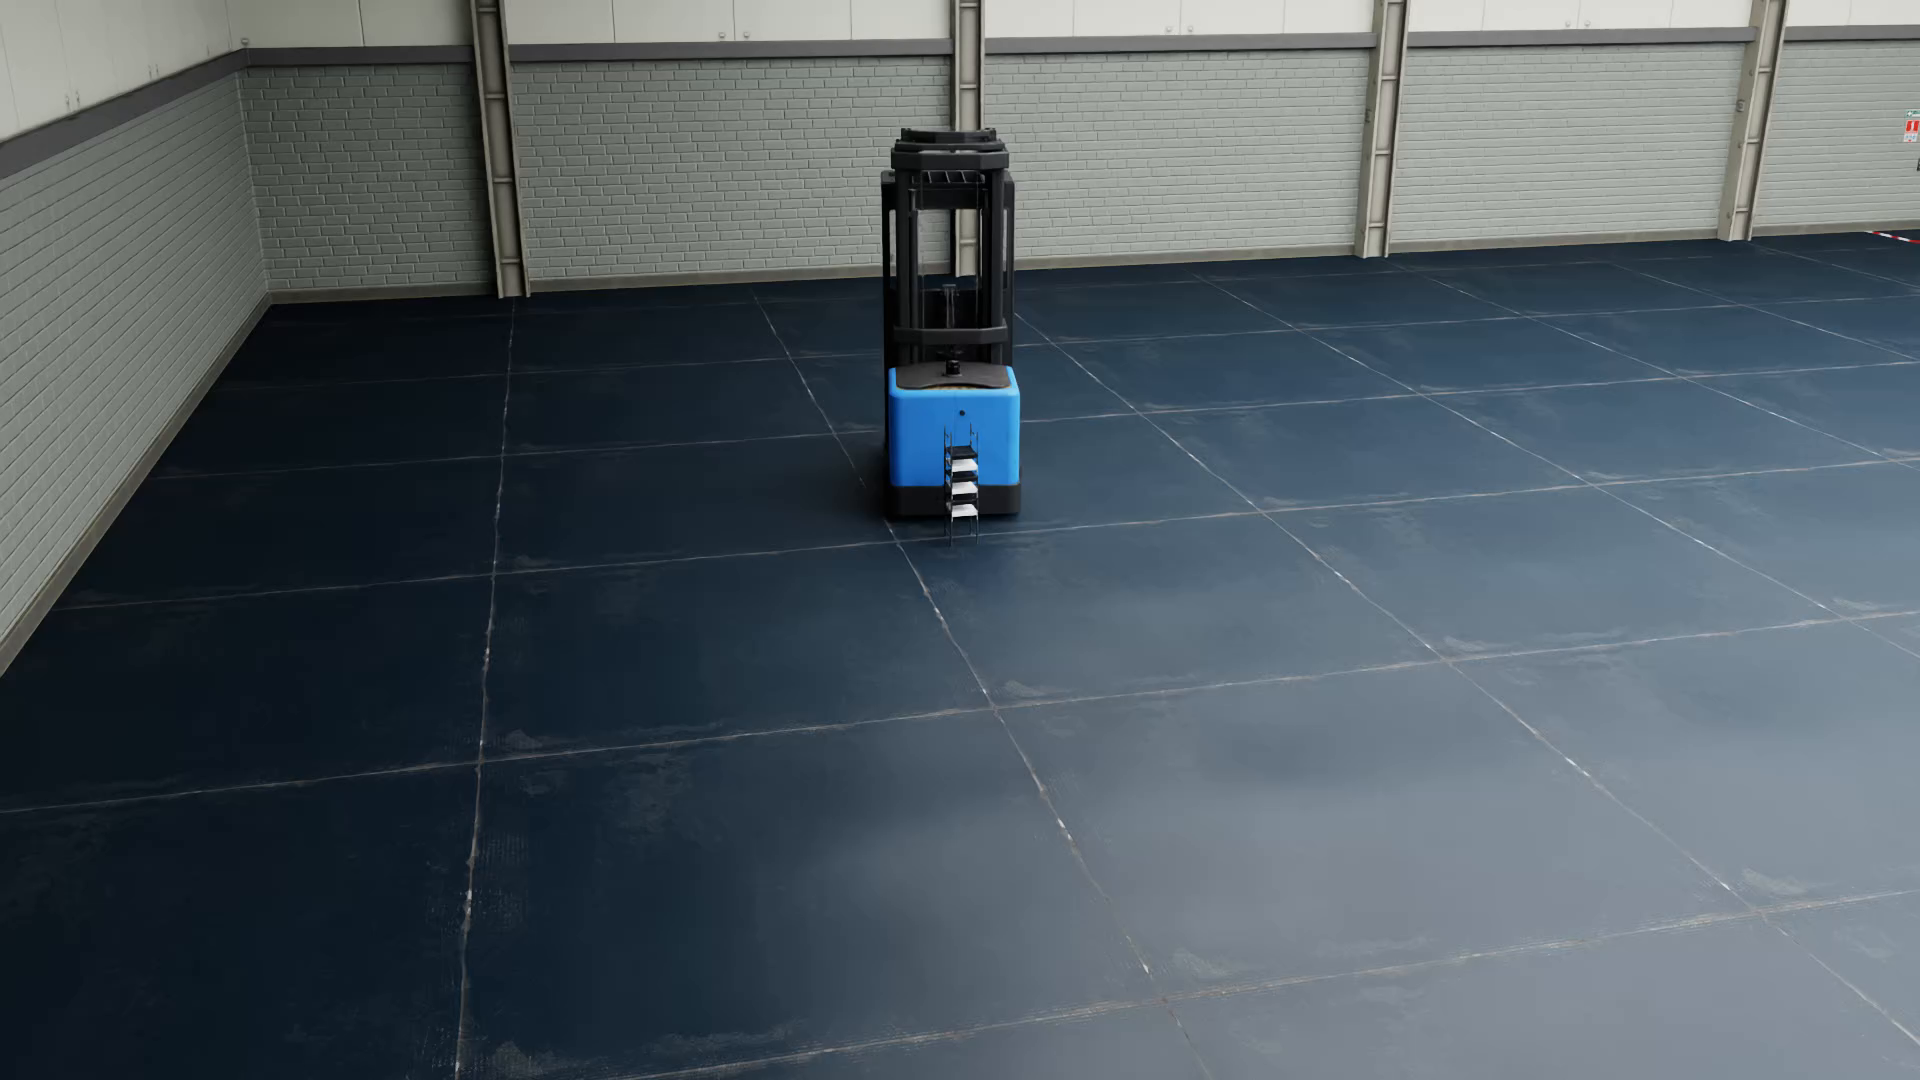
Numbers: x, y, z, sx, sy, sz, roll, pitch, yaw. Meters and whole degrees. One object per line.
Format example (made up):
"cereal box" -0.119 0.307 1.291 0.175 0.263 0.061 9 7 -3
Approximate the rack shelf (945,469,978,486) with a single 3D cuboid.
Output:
"rack shelf" 0.008 -0.476 12.642 0.200 0.077 0.258 -5 21 -12

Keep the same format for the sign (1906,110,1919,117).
"sign" 14.644 -6.537 25.476 0.331 0.109 0.001 -5 21 -12

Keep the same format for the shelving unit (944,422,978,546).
"shelving unit" 0.008 -0.423 12.662 0.210 0.900 0.258 -5 21 -12

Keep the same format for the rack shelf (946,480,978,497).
"rack shelf" 0.008 -0.392 12.673 0.200 0.077 0.258 -5 21 -12

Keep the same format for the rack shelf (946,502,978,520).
"rack shelf" 0.008 -0.223 12.735 0.200 0.077 0.258 -5 21 -12

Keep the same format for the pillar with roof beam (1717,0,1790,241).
"pillar with roof beam" 12.764 -7.367 19.843 0.400 9.000 9.100 -5 21 -12

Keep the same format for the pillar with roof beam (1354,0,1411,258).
"pillar with roof beam" 6.925 -6.892 18.547 0.400 9.000 9.100 -5 21 -12

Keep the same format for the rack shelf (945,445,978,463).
"rack shelf" 0.008 -0.645 12.580 0.200 0.077 0.258 -5 21 -12

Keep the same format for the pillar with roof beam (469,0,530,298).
"pillar with roof beam" -4.753 -5.942 15.954 0.400 9.000 9.100 -5 21 -12

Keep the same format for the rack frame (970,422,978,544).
"rack frame" 0.107 -0.431 12.684 0.006 0.900 0.240 -5 21 -12

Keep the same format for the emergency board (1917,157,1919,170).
"emergency board" 15.186 -6.289 25.621 0.626 1.169 0.157 -5 21 -12

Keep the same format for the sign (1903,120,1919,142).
"sign" 14.637 -6.291 25.575 0.234 0.329 0.001 -5 21 -12

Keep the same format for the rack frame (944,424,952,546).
"rack frame" -0.091 -0.415 12.640 0.006 0.900 0.240 -5 21 -12

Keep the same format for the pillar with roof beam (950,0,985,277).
"pillar with roof beam" 1.086 -6.417 17.250 0.400 9.000 9.100 -5 21 -12

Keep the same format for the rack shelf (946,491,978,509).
"rack shelf" 0.008 -0.307 12.704 0.200 0.077 0.258 -5 21 -12

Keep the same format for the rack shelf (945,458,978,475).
"rack shelf" 0.008 -0.561 12.611 0.200 0.077 0.258 -5 21 -12

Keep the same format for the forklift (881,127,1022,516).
"forklift" -0.110 -2.028 14.089 1.130 2.935 3.031 -1 20 -3
